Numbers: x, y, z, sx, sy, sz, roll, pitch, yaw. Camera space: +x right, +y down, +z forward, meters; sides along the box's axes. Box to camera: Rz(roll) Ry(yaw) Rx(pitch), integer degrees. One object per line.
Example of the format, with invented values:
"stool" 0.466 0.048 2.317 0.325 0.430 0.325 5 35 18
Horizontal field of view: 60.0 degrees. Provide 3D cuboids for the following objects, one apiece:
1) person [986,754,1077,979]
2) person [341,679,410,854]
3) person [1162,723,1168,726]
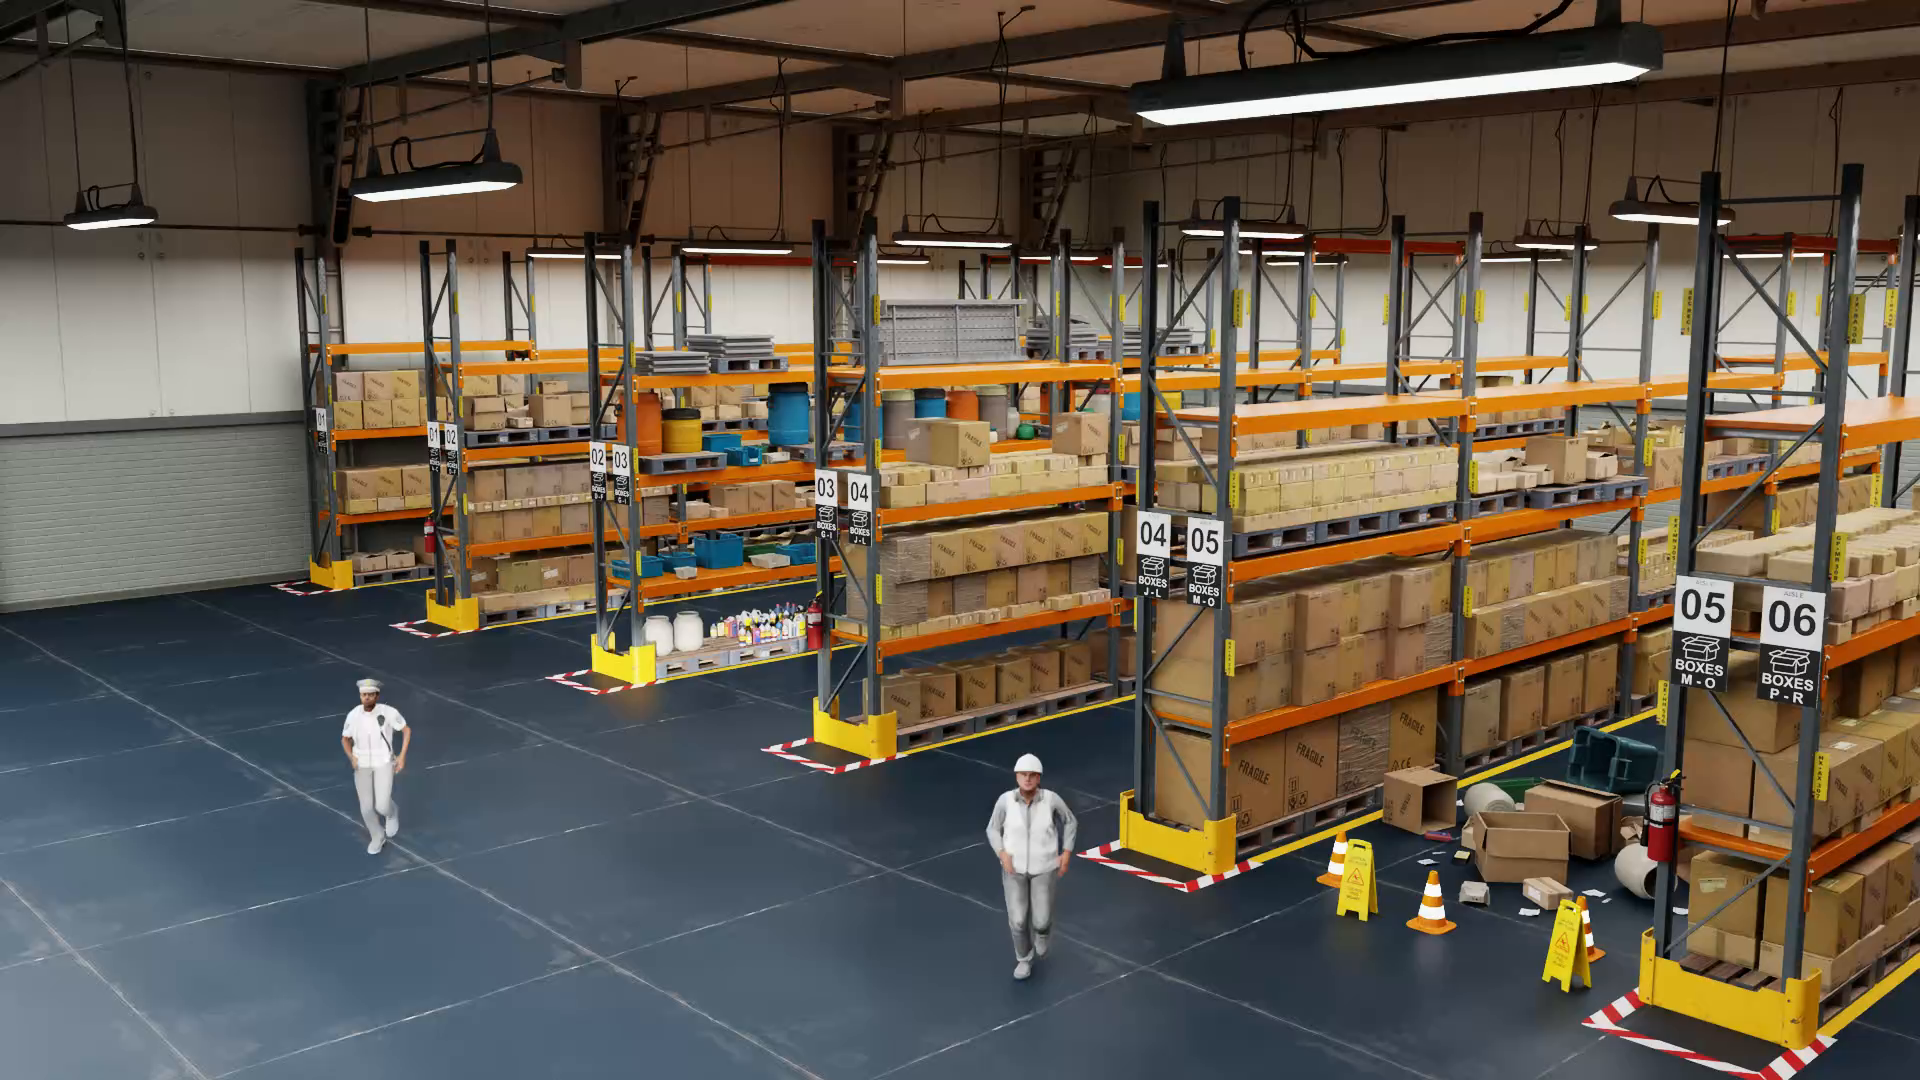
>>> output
"person" 0.542 2.473 12.668 0.692 1.731 0.599 1 8 4
"person" -5.451 2.094 15.517 0.603 1.663 0.584 -1 8 -8
"person" 2.362 1.758 17.444 0.665 1.749 0.576 6 10 36
